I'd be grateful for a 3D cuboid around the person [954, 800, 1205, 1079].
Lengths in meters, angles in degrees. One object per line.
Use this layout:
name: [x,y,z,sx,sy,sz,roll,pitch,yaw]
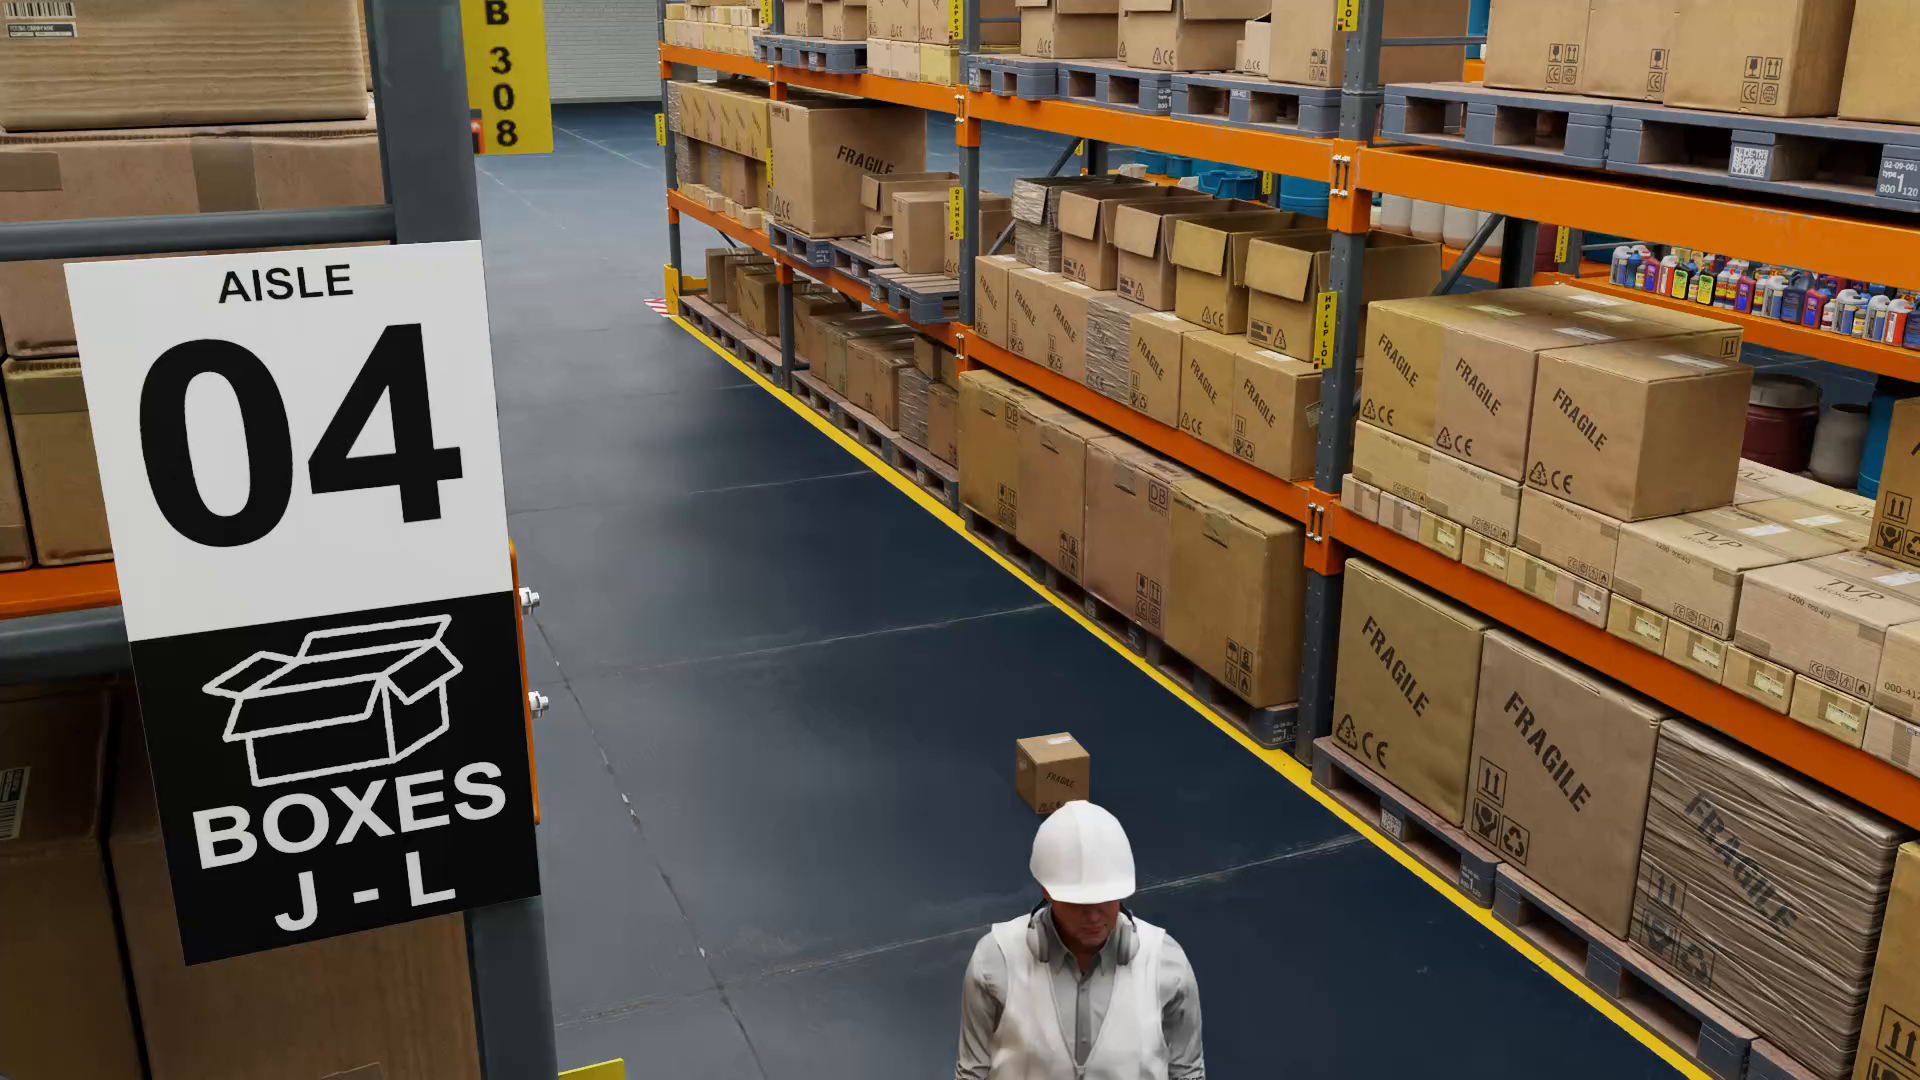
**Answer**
person: [0.264,1.443,3.715,0.578,1.784,0.475,0,19,1]
